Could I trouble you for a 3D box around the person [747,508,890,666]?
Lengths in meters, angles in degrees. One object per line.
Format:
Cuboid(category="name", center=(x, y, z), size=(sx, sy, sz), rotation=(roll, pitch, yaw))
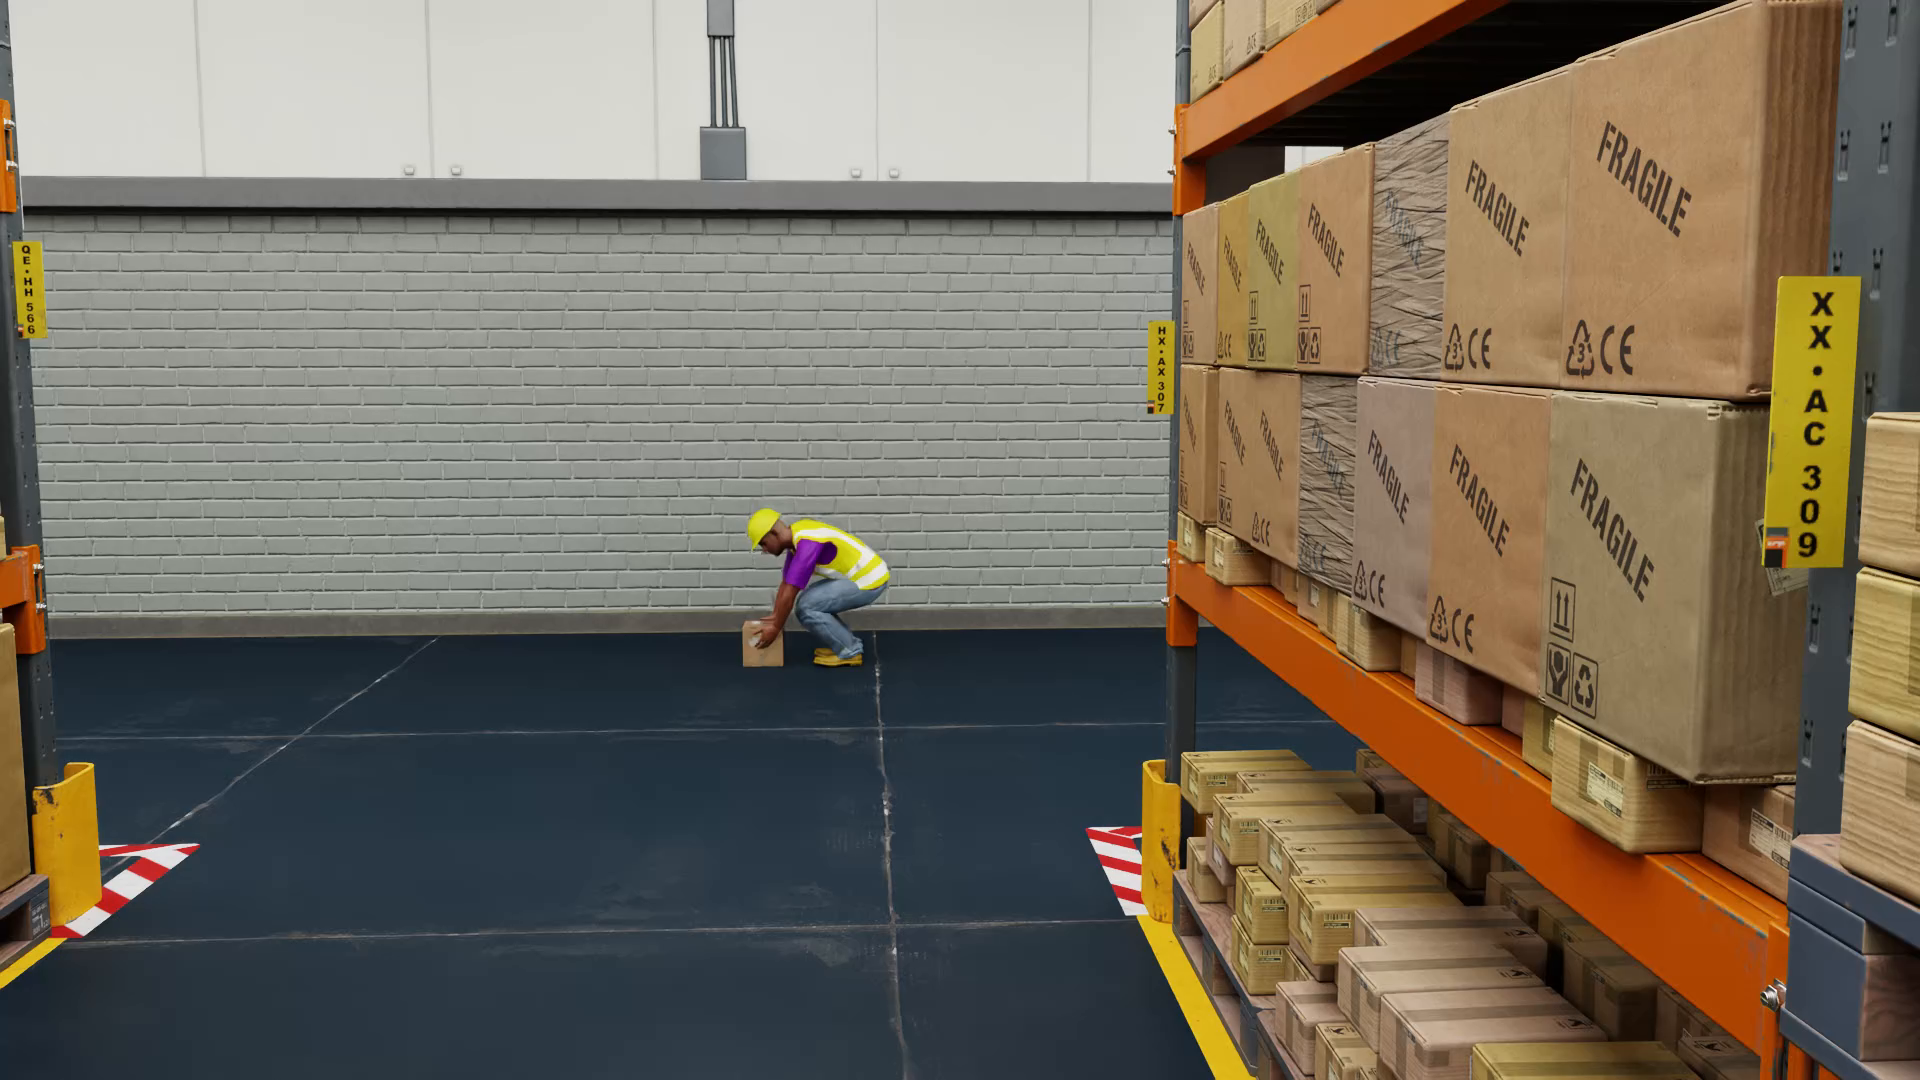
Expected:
Cuboid(category="person", center=(-0.883, 0.292, 10.476), size=(0.891, 0.994, 0.584), rotation=(0, 7, -4))
